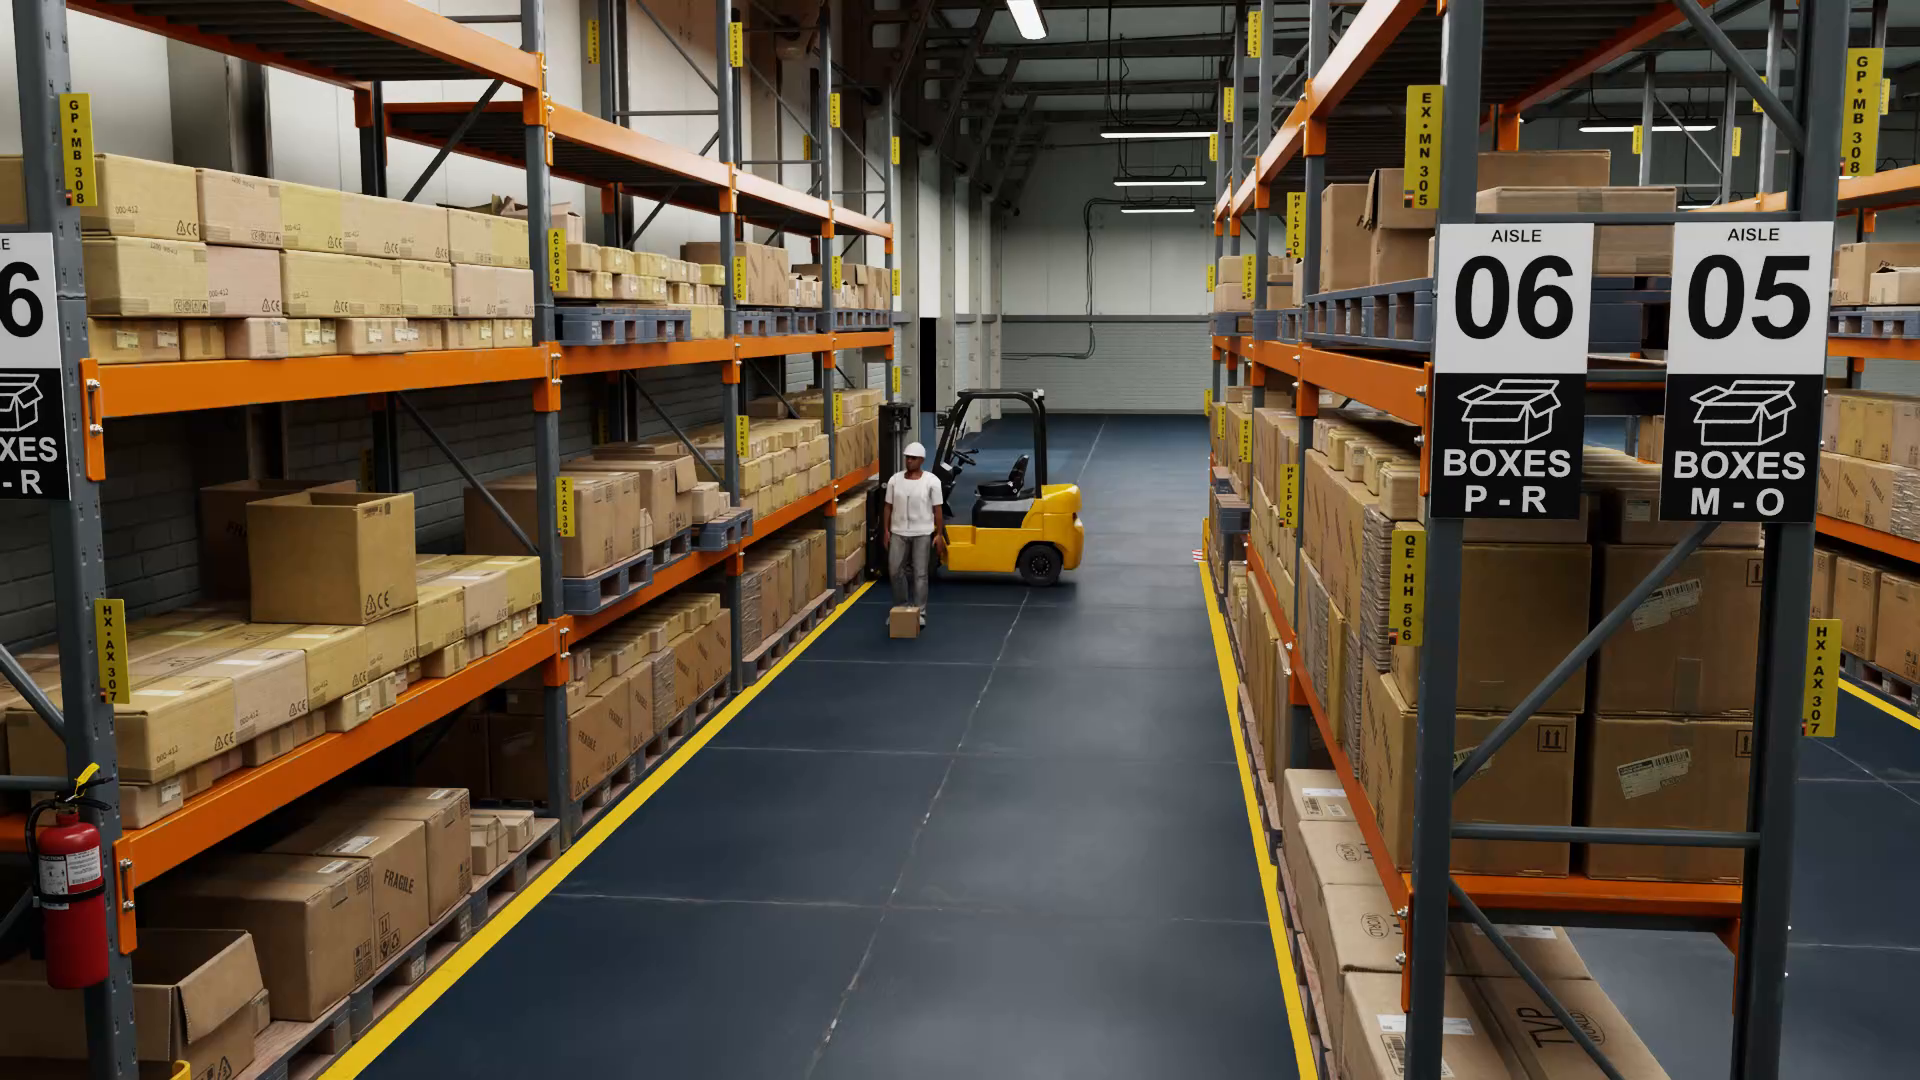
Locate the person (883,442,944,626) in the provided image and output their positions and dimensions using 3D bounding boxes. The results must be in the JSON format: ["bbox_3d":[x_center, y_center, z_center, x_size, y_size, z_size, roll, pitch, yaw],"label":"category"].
[{"bbox_3d":[-0.452,-0.052,16.011,0.601,1.777,0.404,2,8,12],"label":"person"}]
